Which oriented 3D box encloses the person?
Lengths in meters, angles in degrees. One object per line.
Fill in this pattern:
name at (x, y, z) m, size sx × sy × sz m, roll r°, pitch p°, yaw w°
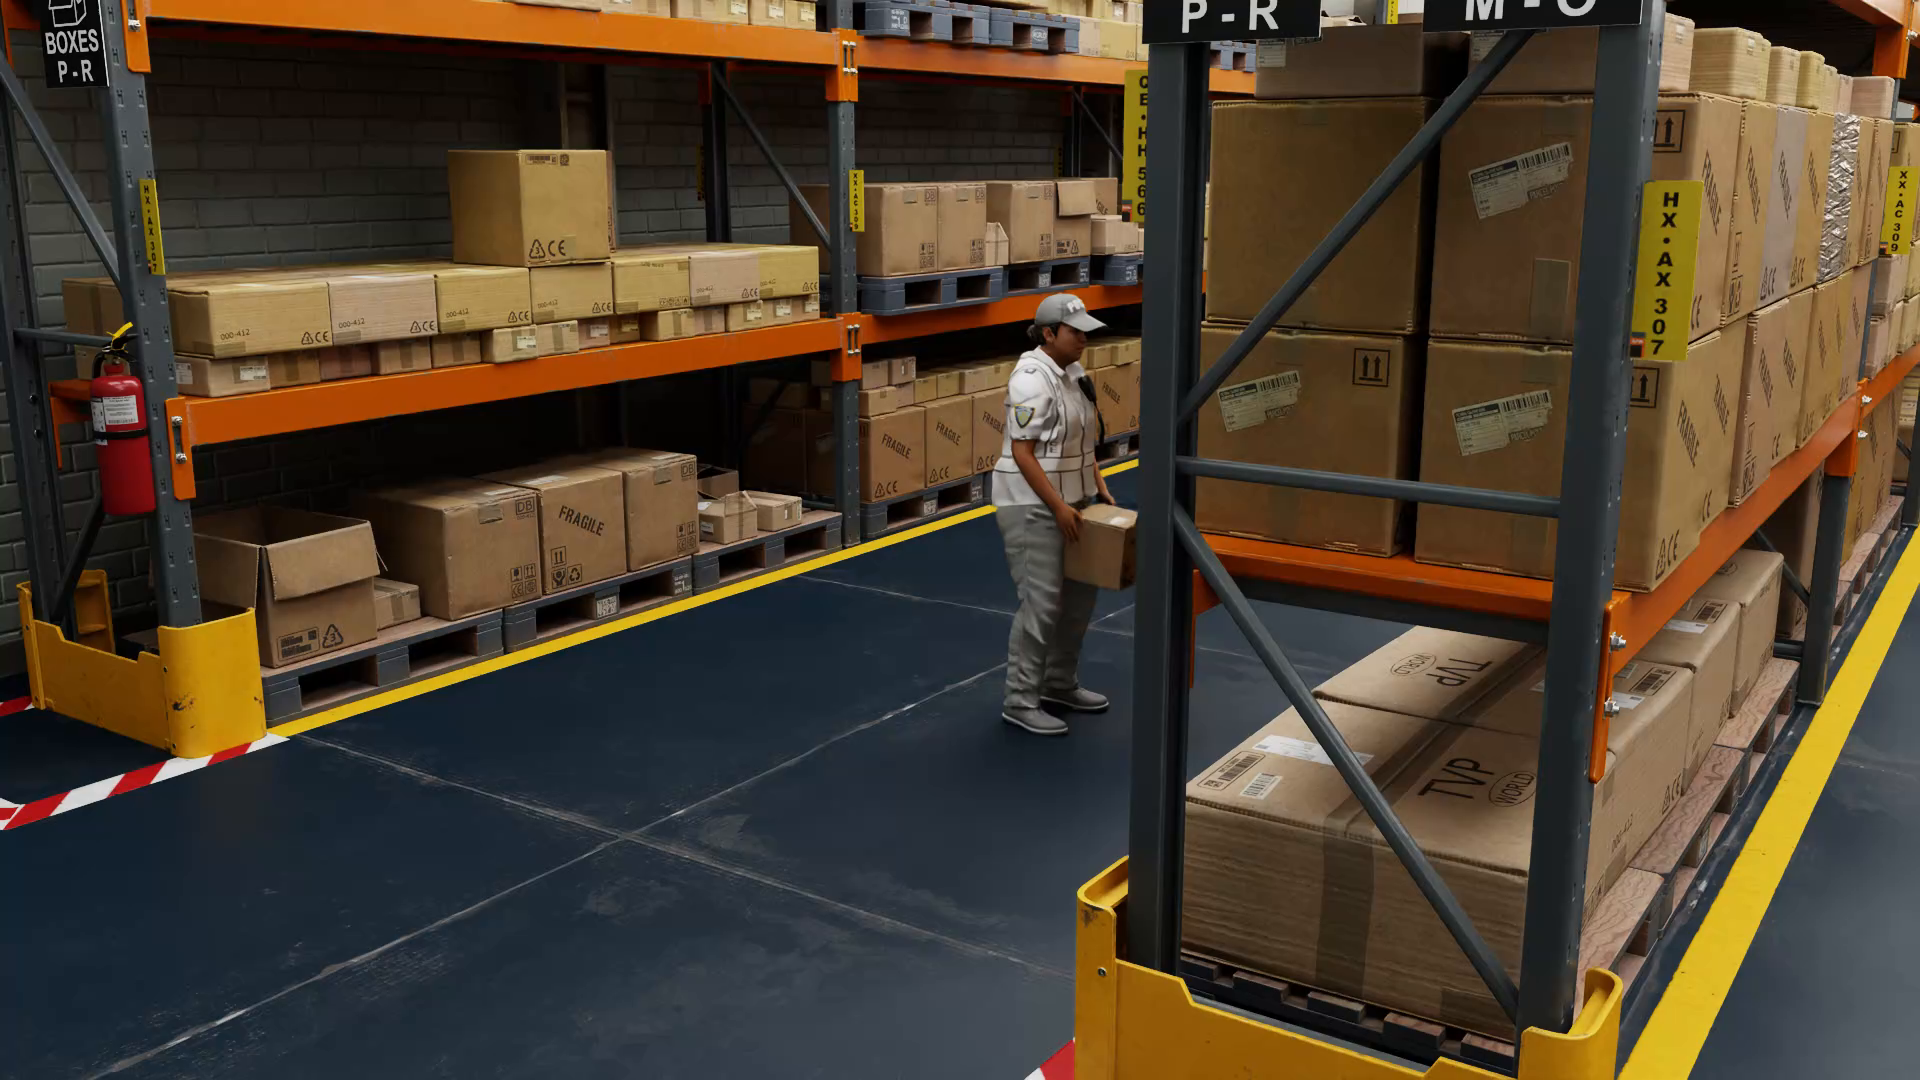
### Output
person at (0.359, -0.119, 6.470) m, size 0.426 × 1.672 × 0.513 m, roll 8°, pitch 15°, yaw 32°
